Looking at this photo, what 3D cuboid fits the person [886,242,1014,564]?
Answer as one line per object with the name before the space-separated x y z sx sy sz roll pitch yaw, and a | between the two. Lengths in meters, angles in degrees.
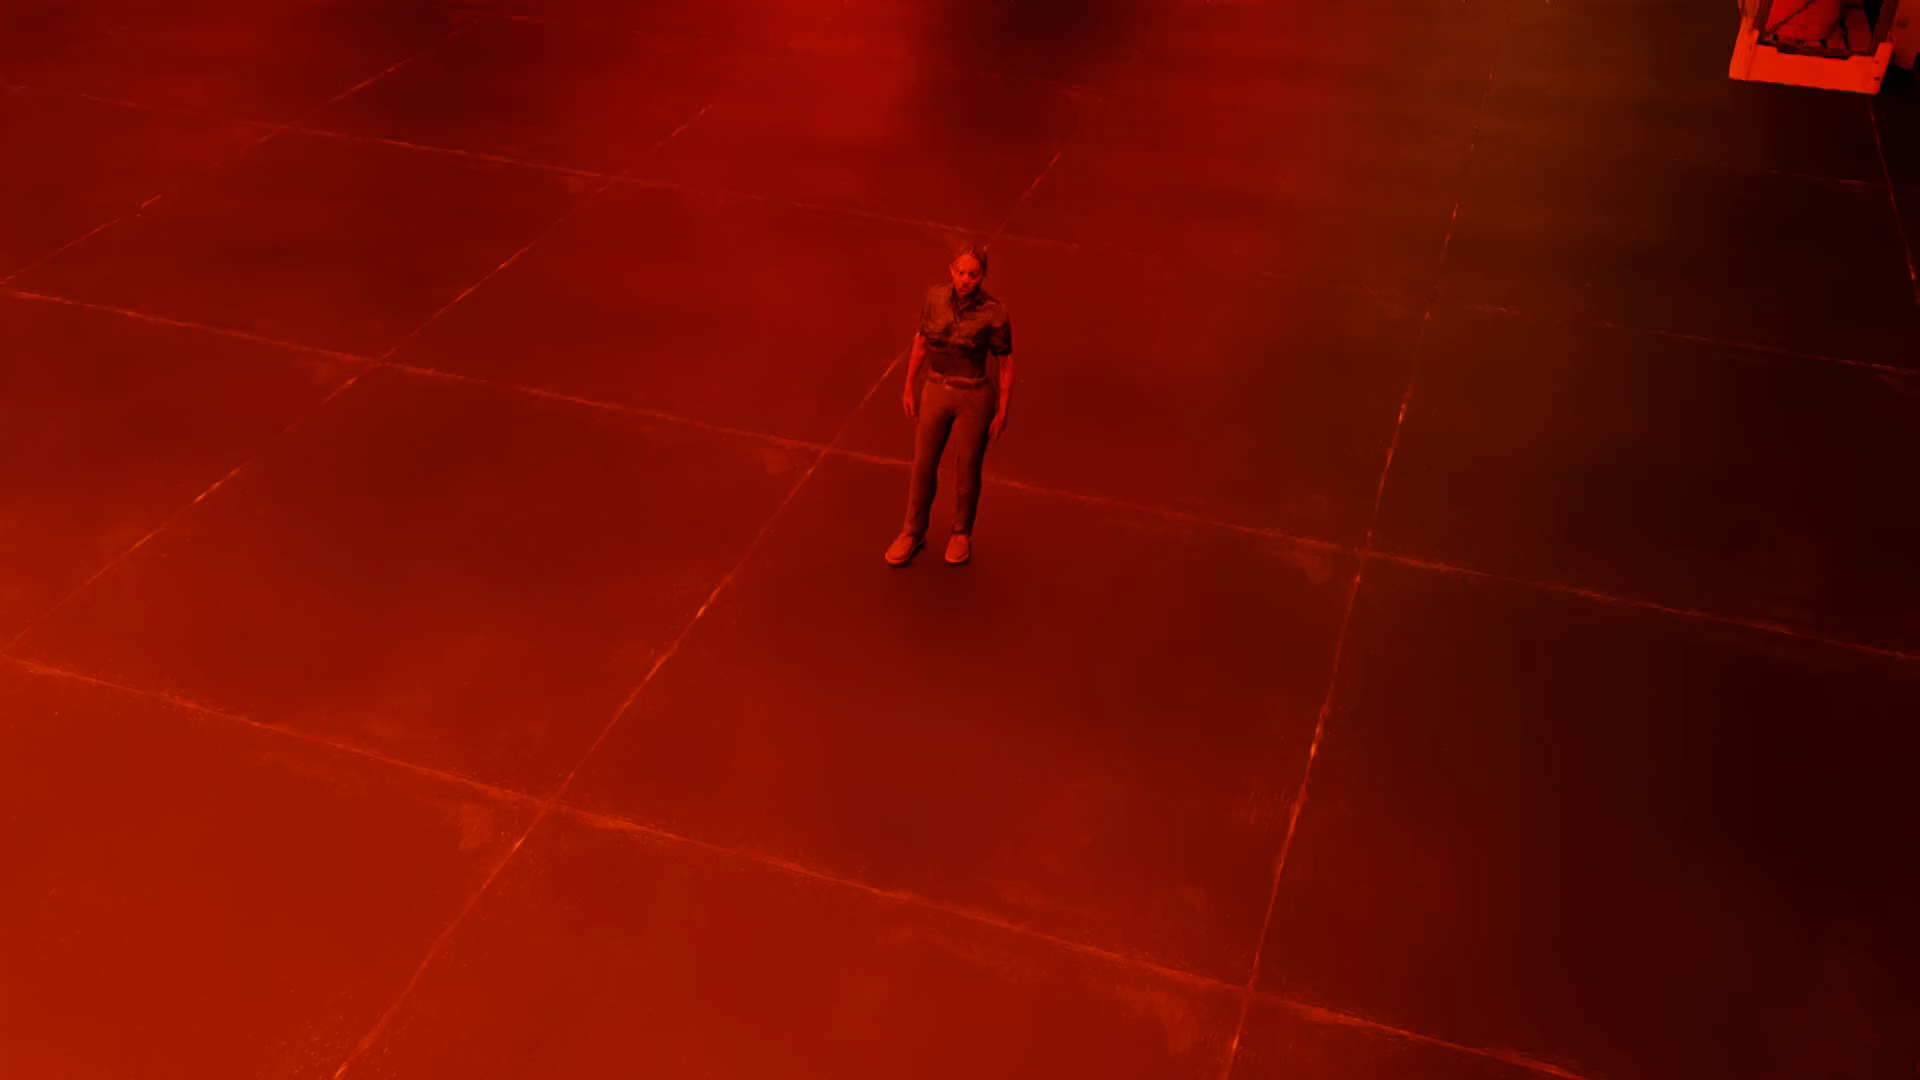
person | -0.048 -0.637 8.100 0.570 1.654 0.503 12 37 16
